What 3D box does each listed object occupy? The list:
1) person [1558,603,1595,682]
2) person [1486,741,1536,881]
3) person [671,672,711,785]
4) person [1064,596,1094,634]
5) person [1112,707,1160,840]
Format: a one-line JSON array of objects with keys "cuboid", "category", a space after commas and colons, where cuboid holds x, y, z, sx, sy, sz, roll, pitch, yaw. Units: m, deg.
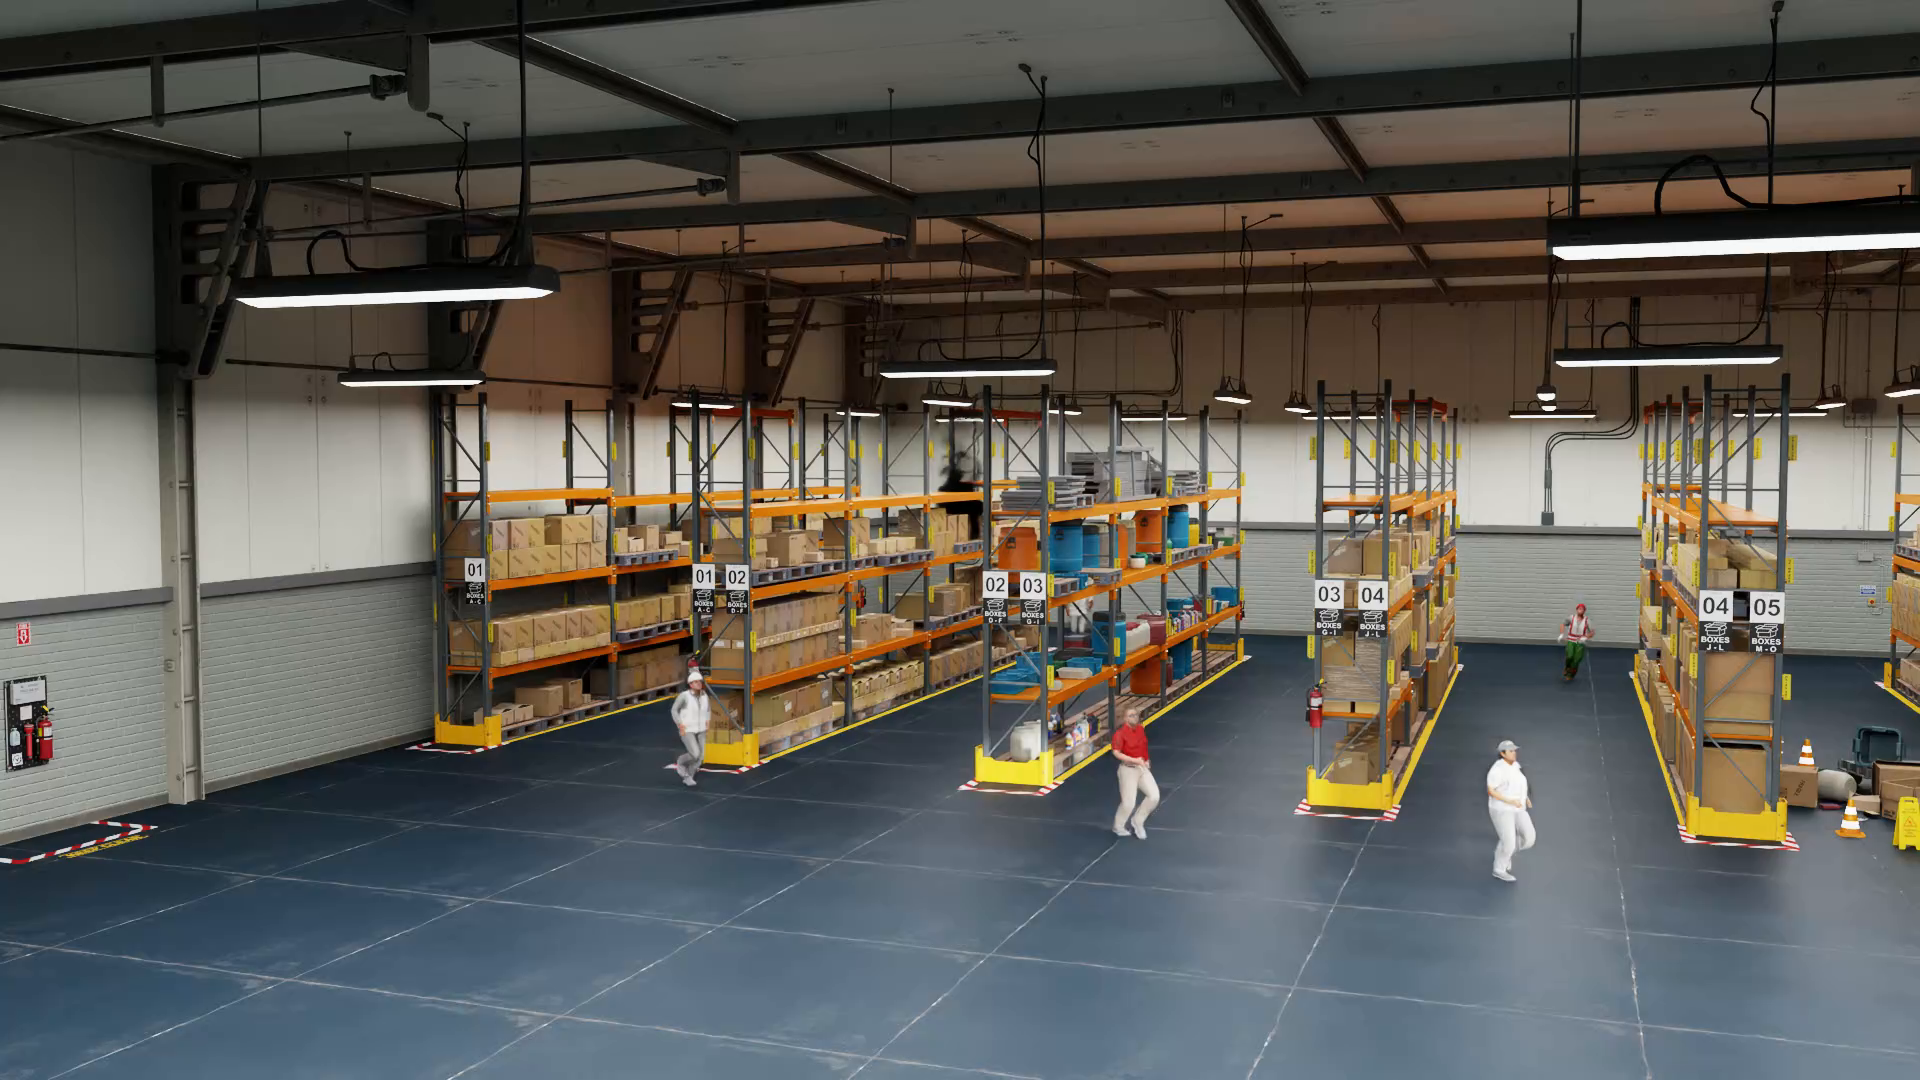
[{"cuboid": [13.336, 2.230, 35.988, 0.736, 1.710, 0.581, 1, 3, 19], "category": "person"}, {"cuboid": [6.449, 3.161, 19.425, 0.643, 1.629, 0.502, -2, 4, -33], "category": "person"}, {"cuboid": [-3.987, 2.826, 24.896, 0.622, 1.704, 0.549, -3, 4, -44], "category": "person"}, {"cuboid": [2.804, 1.781, 39.256, 0.731, 1.762, 0.562, 0, 3, 0], "category": "person"}, {"cuboid": [2.261, 3.022, 21.483, 0.673, 1.728, 0.694, -2, 4, -36], "category": "person"}]
